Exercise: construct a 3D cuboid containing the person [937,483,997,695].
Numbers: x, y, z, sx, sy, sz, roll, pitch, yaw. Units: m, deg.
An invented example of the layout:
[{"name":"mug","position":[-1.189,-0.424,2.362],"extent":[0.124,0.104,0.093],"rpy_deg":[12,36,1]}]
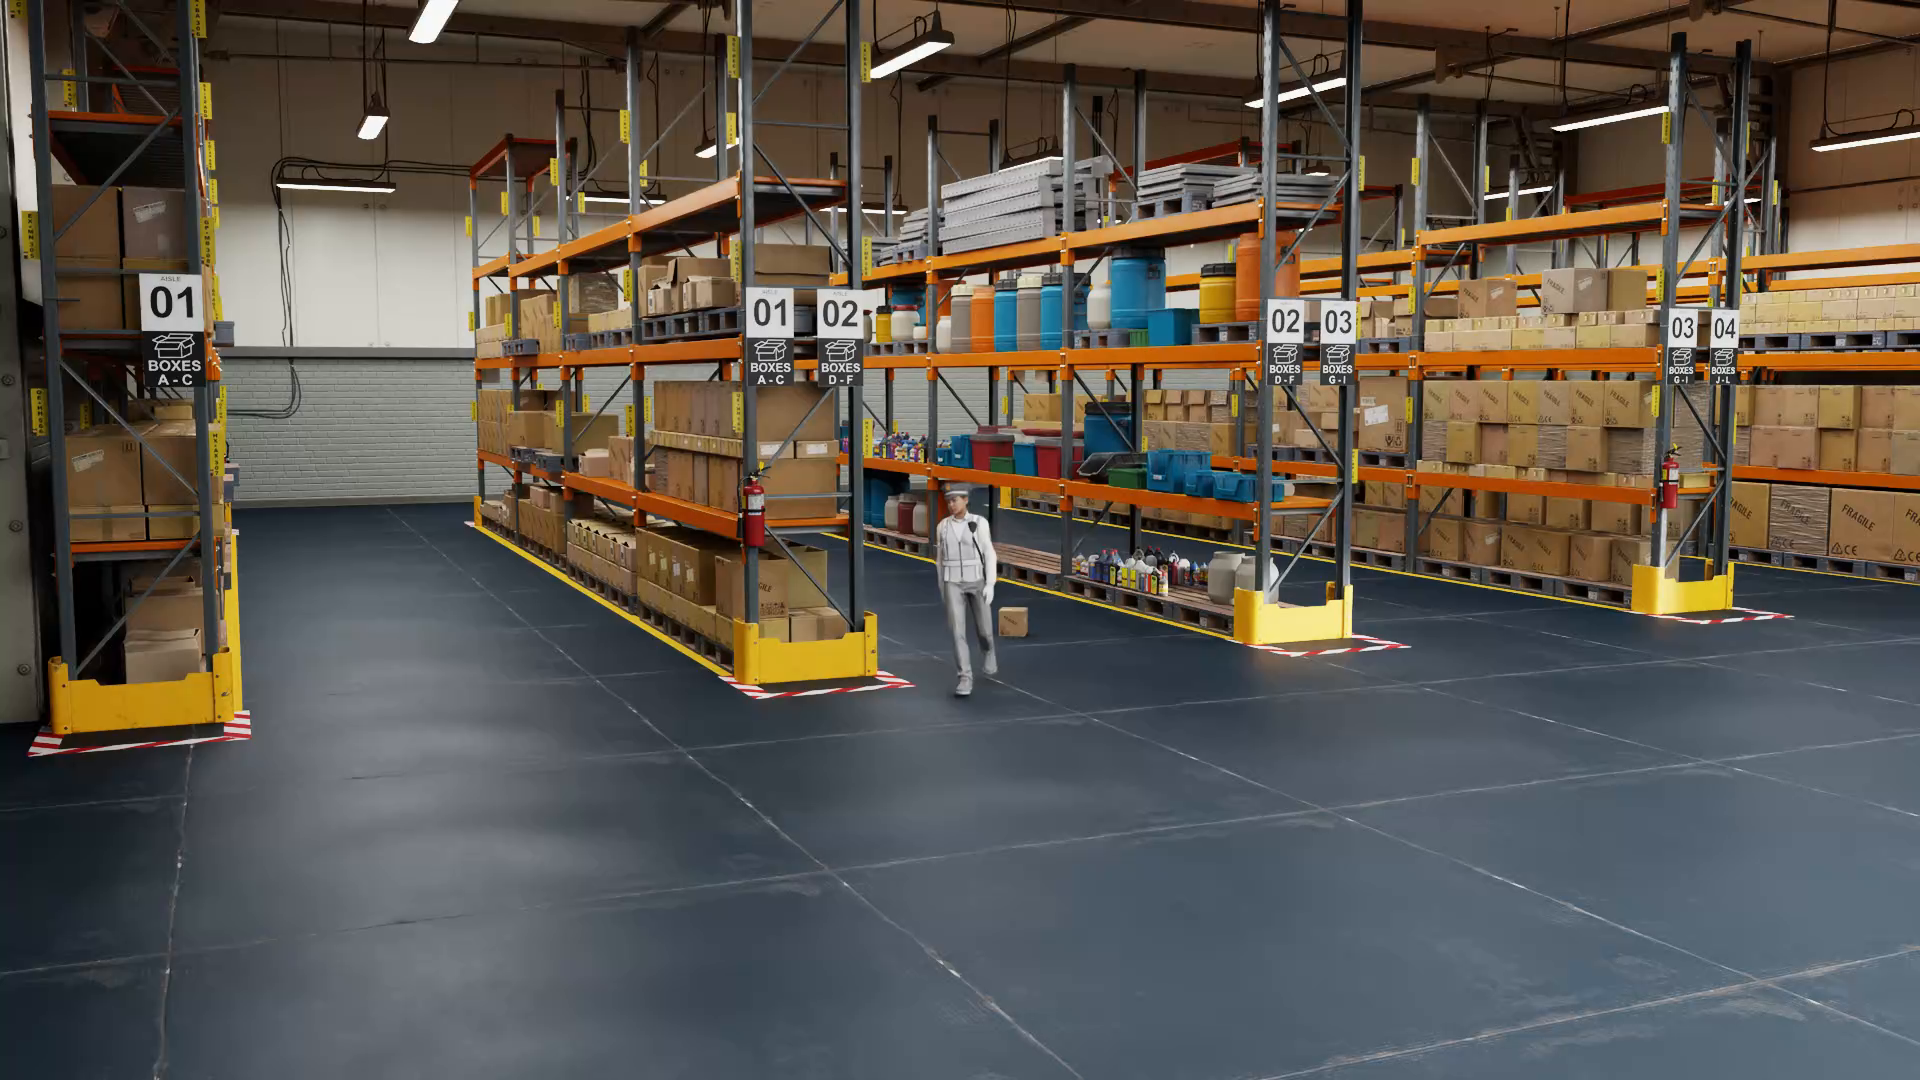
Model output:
[{"name":"person","position":[0.051,0.359,13.218],"extent":[0.495,1.640,0.763],"rpy_deg":[1,6,8]}]
